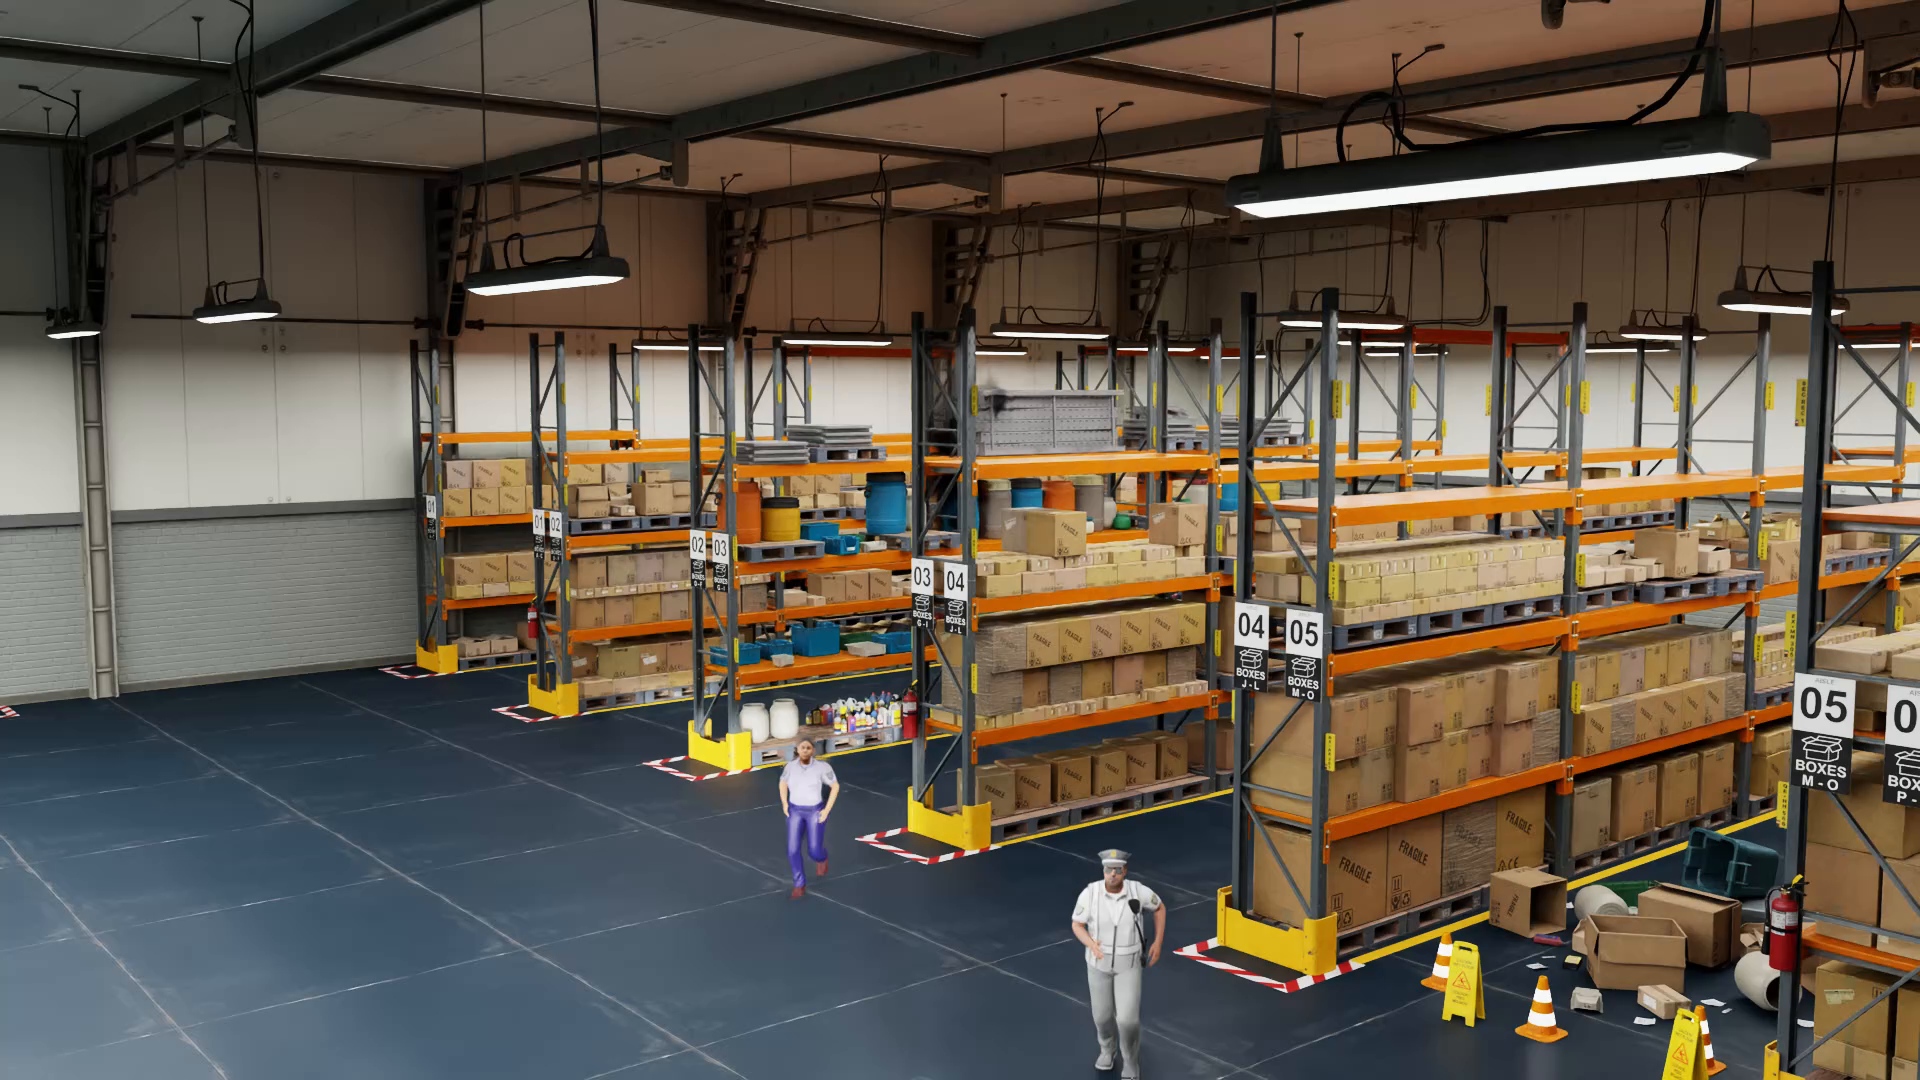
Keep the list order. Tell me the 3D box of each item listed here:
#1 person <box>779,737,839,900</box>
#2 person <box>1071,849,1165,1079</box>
[{"bbox_3d":[-1.553,2.810,17.026,0.634,1.632,0.685,1,5,8],"label":"person"},{"bbox_3d":[1.164,3.169,12.317,0.683,1.822,0.718,1,5,10],"label":"person"}]
